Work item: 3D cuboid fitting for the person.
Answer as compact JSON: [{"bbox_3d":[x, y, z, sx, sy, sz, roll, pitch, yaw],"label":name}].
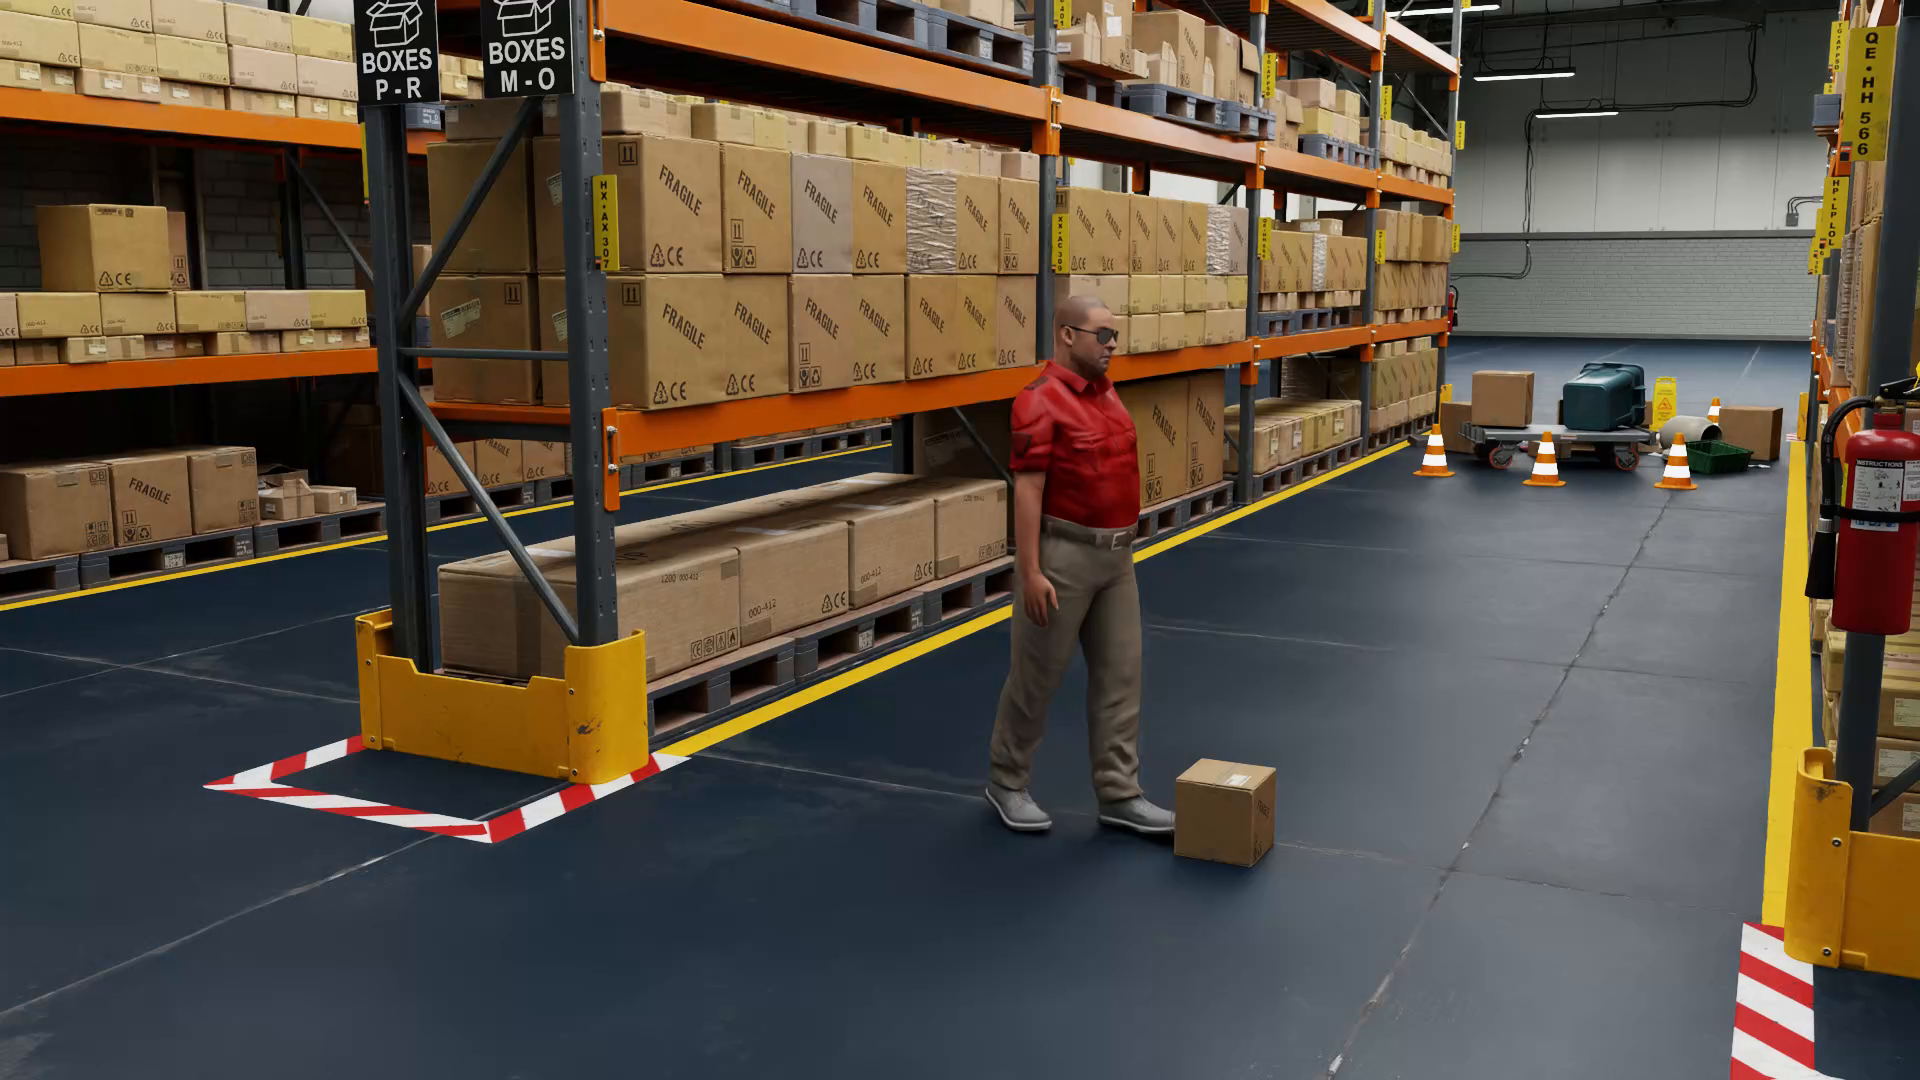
[{"bbox_3d":[0.391,0.087,5.330,0.677,1.724,0.557,8,12,42],"label":"person"}]
